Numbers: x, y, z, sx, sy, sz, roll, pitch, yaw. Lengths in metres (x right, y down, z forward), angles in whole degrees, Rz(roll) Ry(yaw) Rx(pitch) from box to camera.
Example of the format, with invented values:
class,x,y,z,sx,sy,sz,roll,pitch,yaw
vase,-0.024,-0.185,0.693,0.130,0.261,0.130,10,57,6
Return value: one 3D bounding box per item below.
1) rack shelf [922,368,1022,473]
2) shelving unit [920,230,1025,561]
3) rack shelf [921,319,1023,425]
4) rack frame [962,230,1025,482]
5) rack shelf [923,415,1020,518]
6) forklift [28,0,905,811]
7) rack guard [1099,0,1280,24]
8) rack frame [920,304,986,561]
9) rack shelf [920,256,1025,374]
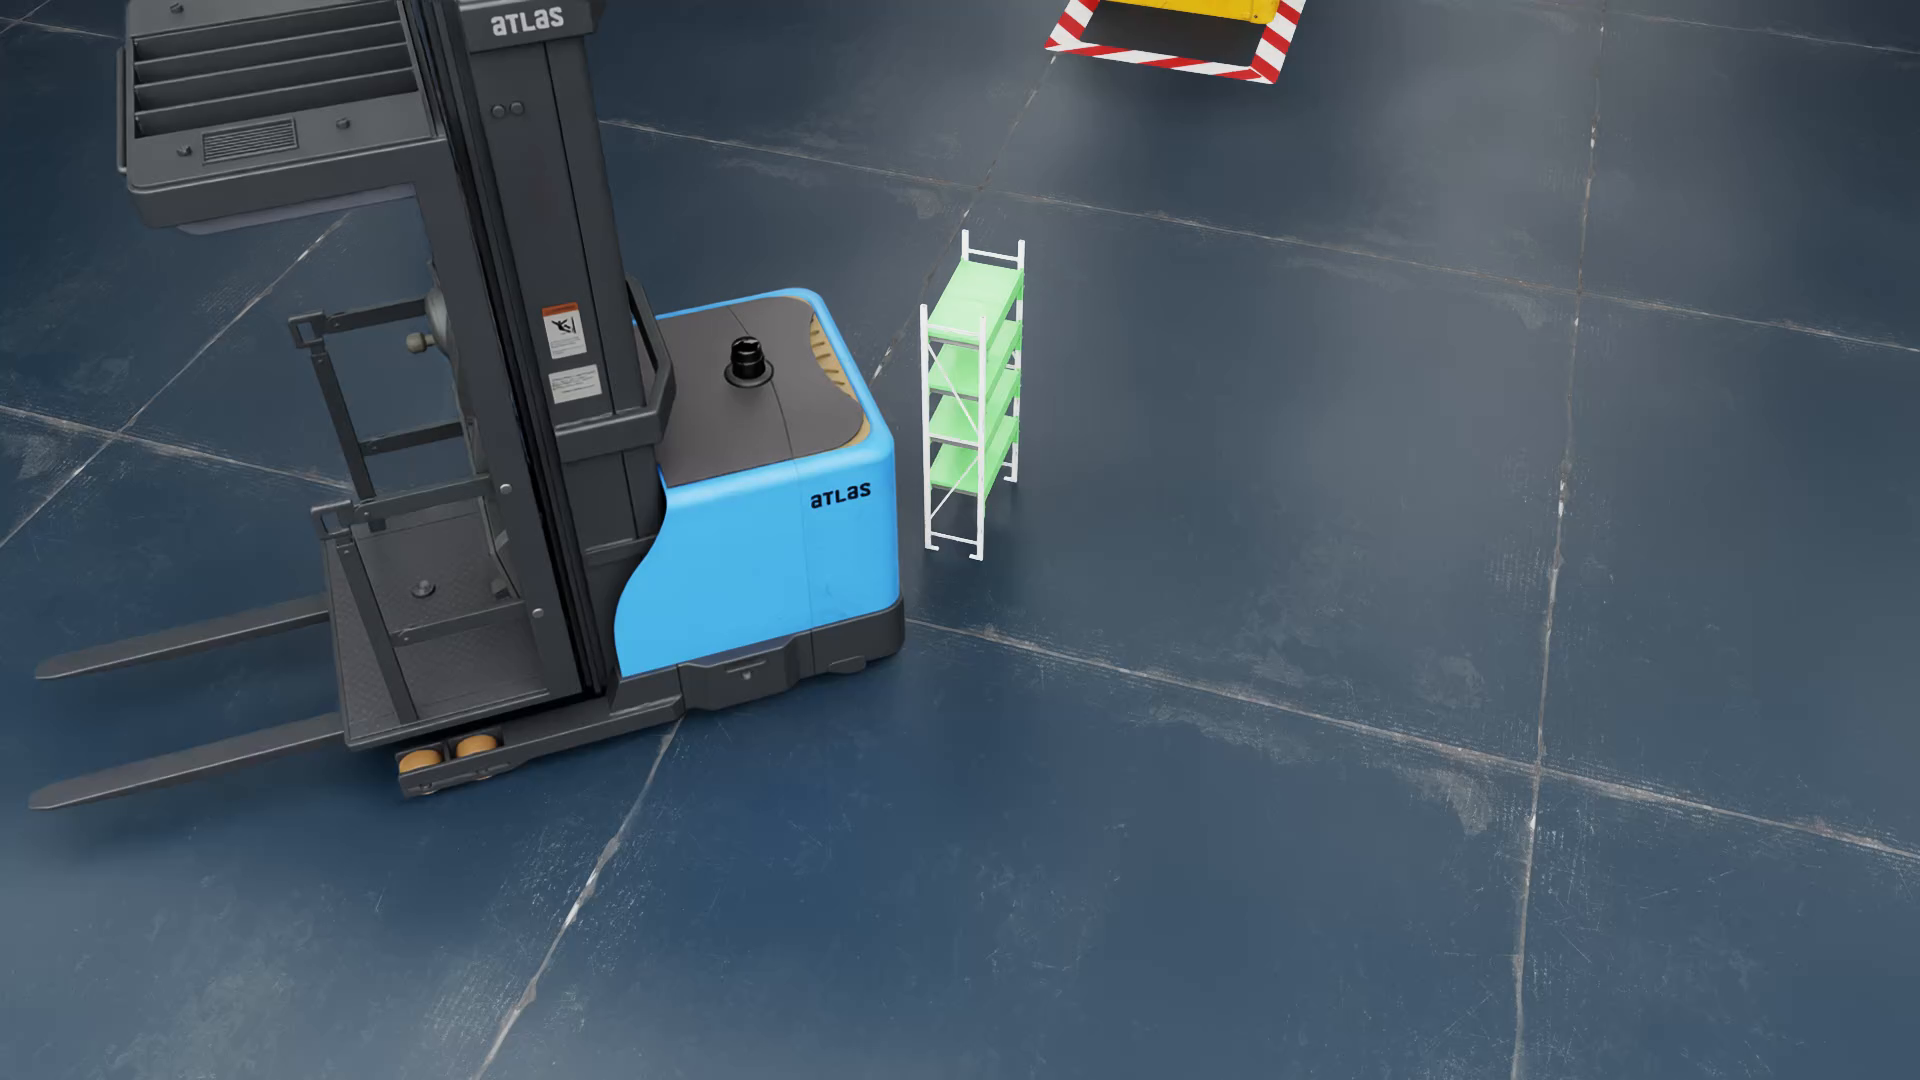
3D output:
class,x,y,z,sx,sy,sz,roll,pitch,yaw
rack shelf,0.050,-0.494,6.488,0.258,0.148,0.480,13,46,12
shelving unit,0.050,-0.539,6.443,0.258,1.200,0.503,13,46,12
rack shelf,0.050,-0.665,6.320,0.258,0.148,0.480,13,46,12
rack frame,0.124,-0.702,6.609,0.240,1.200,0.015,13,46,12
rack shelf,0.050,-0.322,6.656,0.258,0.148,0.480,13,46,12
forklift,-1.780,-0.572,5.239,3.031,2.935,1.130,-14,46,-14
rack guard,1.341,-3.473,9.942,1.175,0.500,0.348,13,46,13
rack frame,-0.024,-0.377,6.277,0.240,1.200,0.015,13,46,12
rack shelf,0.050,-0.837,6.152,0.258,0.148,0.480,13,46,12
